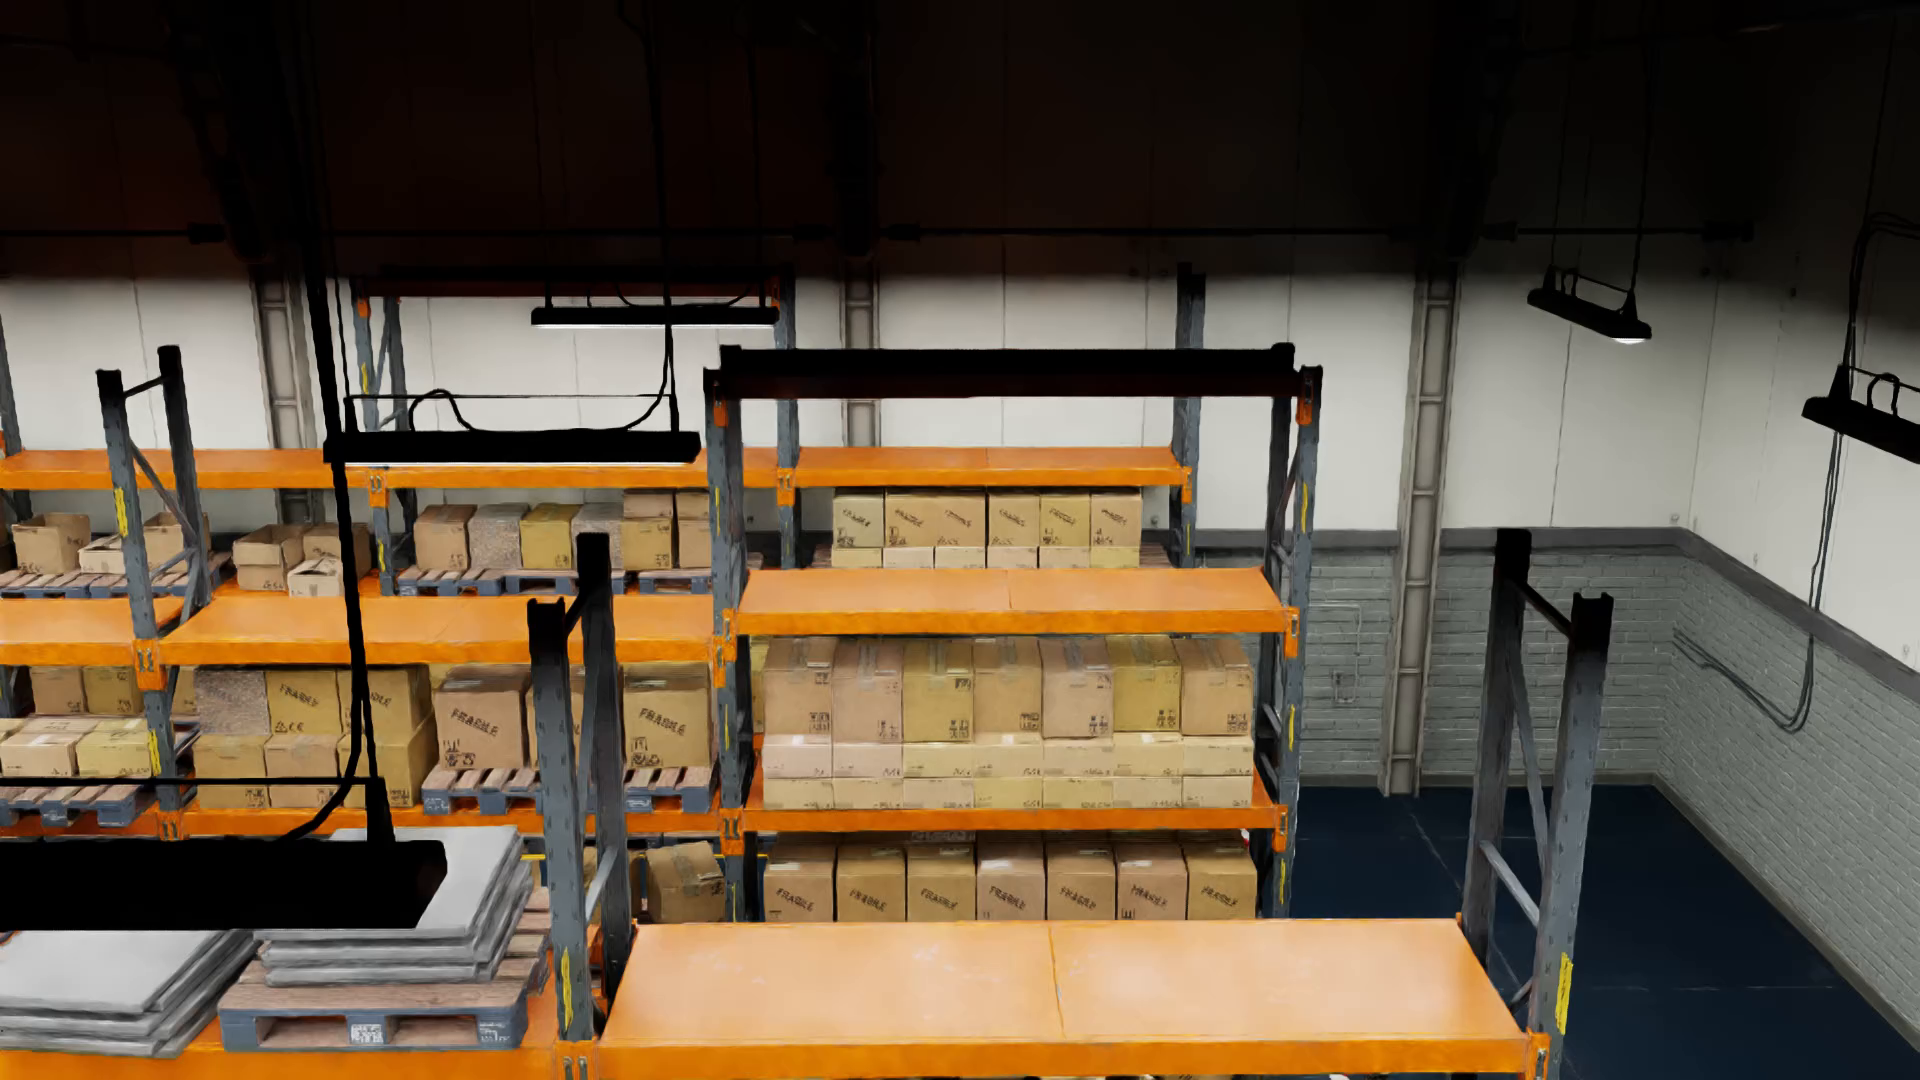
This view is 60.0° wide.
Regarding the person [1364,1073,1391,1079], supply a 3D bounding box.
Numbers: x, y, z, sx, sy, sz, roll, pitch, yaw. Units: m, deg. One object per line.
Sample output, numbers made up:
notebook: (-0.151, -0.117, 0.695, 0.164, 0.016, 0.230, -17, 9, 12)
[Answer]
person: (2.741, 4.191, 11.166, 0.577, 1.669, 0.504, -3, 17, -12)
